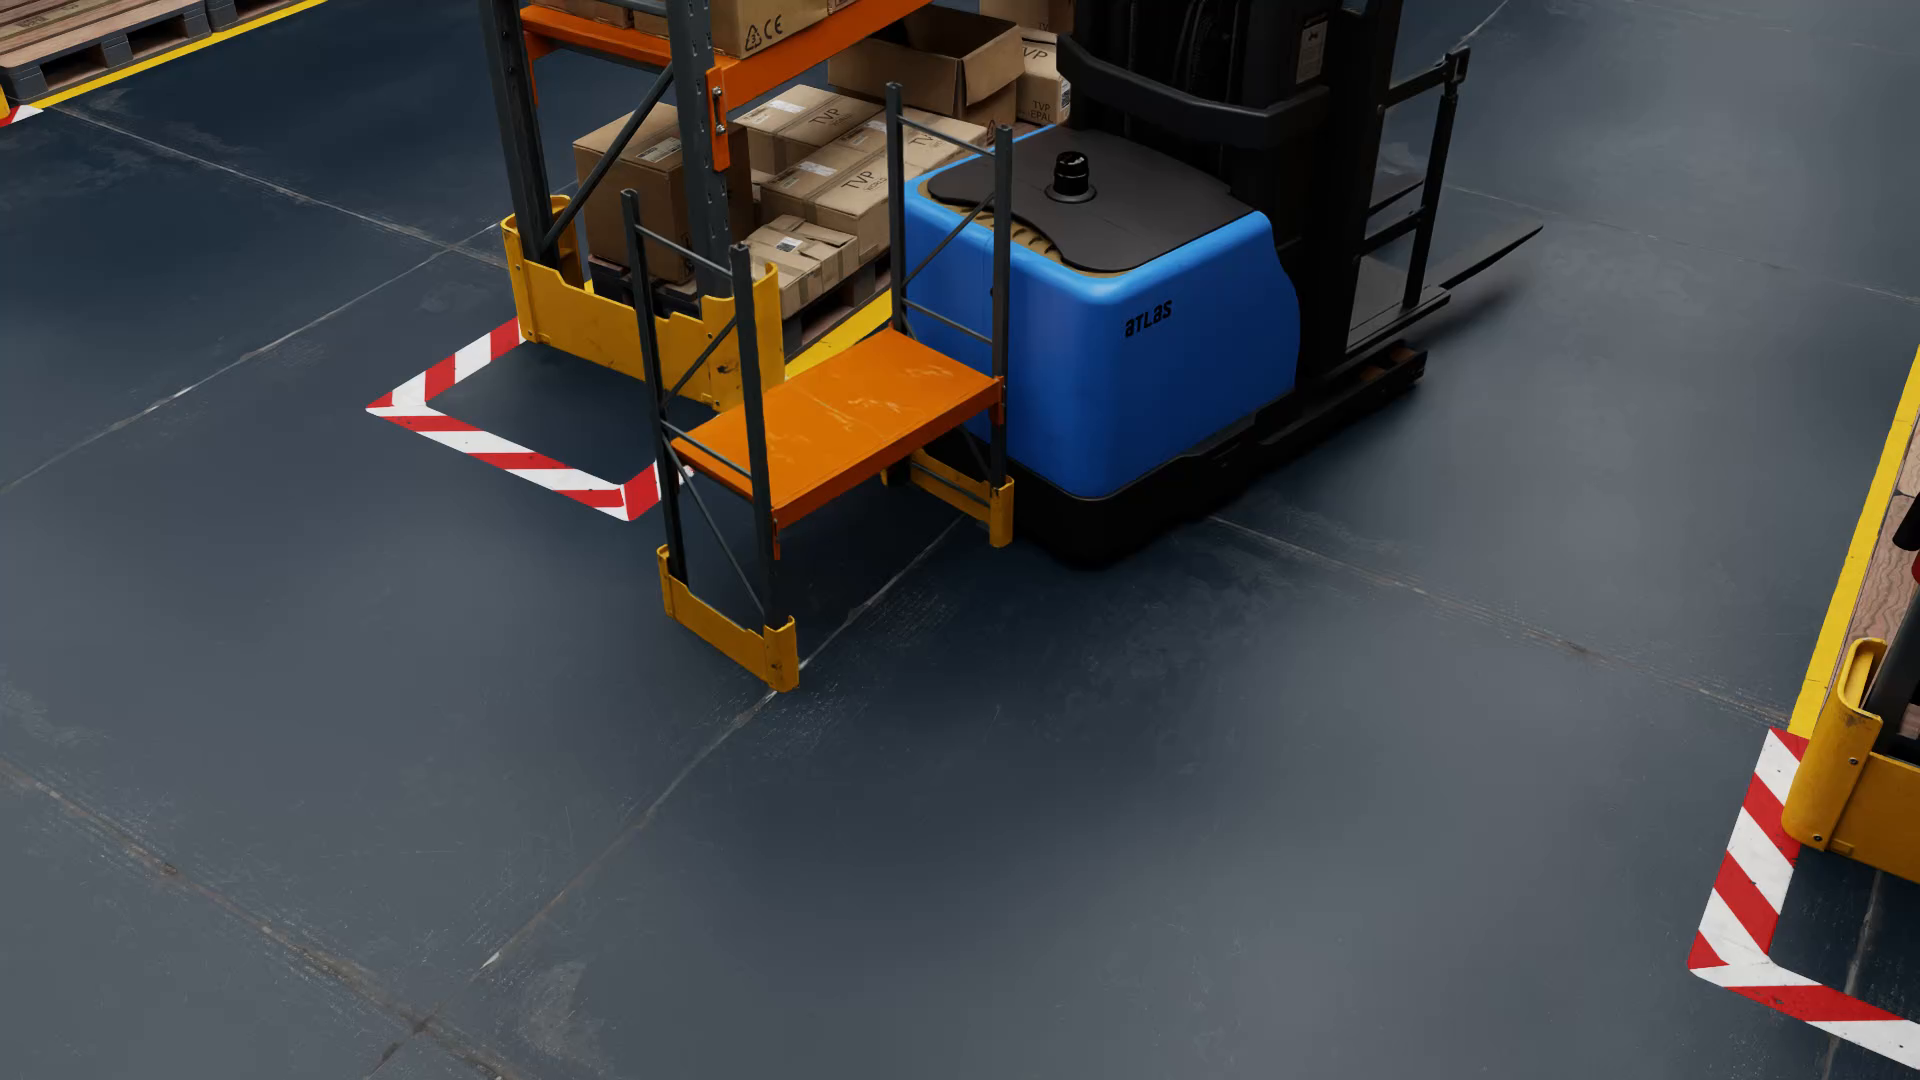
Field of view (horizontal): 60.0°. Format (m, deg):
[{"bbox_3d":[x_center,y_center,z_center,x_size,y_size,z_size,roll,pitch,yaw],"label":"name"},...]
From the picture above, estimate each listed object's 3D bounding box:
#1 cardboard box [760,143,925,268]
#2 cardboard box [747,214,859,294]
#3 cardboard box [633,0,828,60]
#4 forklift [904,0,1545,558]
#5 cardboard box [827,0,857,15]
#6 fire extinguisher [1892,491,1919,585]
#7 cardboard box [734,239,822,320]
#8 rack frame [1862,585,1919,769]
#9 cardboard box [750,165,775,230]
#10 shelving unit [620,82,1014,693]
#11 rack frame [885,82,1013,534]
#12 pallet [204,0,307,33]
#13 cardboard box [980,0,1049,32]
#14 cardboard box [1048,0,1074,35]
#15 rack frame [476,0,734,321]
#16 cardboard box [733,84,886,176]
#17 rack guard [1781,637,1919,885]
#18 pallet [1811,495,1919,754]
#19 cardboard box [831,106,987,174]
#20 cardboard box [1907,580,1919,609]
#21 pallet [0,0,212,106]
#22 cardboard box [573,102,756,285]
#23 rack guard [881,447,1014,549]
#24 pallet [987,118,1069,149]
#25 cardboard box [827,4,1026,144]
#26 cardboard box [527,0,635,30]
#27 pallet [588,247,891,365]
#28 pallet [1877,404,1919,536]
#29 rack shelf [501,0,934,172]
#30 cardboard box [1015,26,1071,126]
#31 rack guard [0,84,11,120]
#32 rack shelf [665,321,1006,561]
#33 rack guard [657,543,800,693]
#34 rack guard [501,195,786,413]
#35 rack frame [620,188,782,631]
[{"bbox_3d":[-0.490,-1.421,7.028,0.500,0.250,0.500,21,42,25],"label":"cardboard box"},{"bbox_3d":[-0.640,-1.175,6.777,0.380,0.166,0.250,21,42,25],"label":"cardboard box"},{"bbox_3d":[-0.828,-2.072,5.899,0.500,0.500,0.500,22,43,26],"label":"cardboard box"},{"bbox_3d":[1.181,-1.877,5.784,3.031,2.935,1.130,-29,46,-32],"label":"forklift"},{"bbox_3d":[-0.556,-2.340,6.247,0.500,0.500,0.500,21,42,25],"label":"cardboard box"},{"bbox_3d":[2.426,-0.167,3.878,0.296,0.674,0.183,21,42,25],"label":"fire extinguisher"},{"bbox_3d":[-0.774,-1.039,6.615,0.380,0.149,0.250,21,42,25],"label":"cardboard box"},{"bbox_3d":[2.896,-0.272,3.646,1.000,3.000,0.127,21,42,25],"label":"rack frame"},{"bbox_3d":[-0.912,-1.483,7.177,0.380,0.166,0.250,21,42,25],"label":"cardboard box"},{"bbox_3d":[-0.392,-0.479,5.142,0.587,1.500,1.083,30,47,33],"label":"shelving unit"},{"bbox_3d":[-0.037,-0.709,5.441,0.500,1.500,0.032,30,47,33],"label":"rack frame"},{"bbox_3d":[-4.340,-3.447,10.048,1.003,0.211,1.213,21,42,25],"label":"pallet"},{"bbox_3d":[0.447,-2.916,8.918,0.500,0.311,0.500,21,42,25],"label":"cardboard box"},{"bbox_3d":[0.789,-2.750,8.548,0.500,0.500,0.500,21,42,25],"label":"cardboard box"},{"bbox_3d":[-1.289,-1.890,5.745,1.000,3.000,0.127,21,42,25],"label":"rack frame"},{"bbox_3d":[-0.671,-1.816,7.541,0.500,0.250,0.500,21,42,25],"label":"cardboard box"},{"bbox_3d":[2.883,0.731,4.393,1.175,0.500,0.348,21,42,25],"label":"rack guard"},{"bbox_3d":[3.258,0.395,5.065,1.003,0.211,1.213,21,42,25],"label":"pallet"},{"bbox_3d":[-0.222,-1.678,7.362,0.500,0.250,0.500,21,42,25],"label":"cardboard box"},{"bbox_3d":[3.187,0.158,4.791,0.700,0.500,0.500,21,42,25],"label":"cardboard box"},{"bbox_3d":[-4.995,-2.820,9.236,1.003,0.211,1.213,21,42,25],"label":"pallet"},{"bbox_3d":[-1.205,-1.435,6.842,0.500,0.500,0.500,21,42,25],"label":"cardboard box"},{"bbox_3d":[-0.051,-0.205,5.812,0.587,0.250,0.087,30,47,33],"label":"rack guard"},{"bbox_3d":[-0.167,-1.863,7.993,1.003,0.211,1.213,21,42,25],"label":"pallet"},{"bbox_3d":[-0.148,-2.168,7.789,0.797,0.503,0.637,21,42,25],"label":"cardboard box"},{"bbox_3d":[-1.279,-2.250,6.130,0.500,0.500,0.500,23,43,26],"label":"cardboard box"},{"bbox_3d":[-0.822,-1.236,7.181,1.003,0.211,1.213,21,42,25],"label":"pallet"},{"bbox_3d":[3.913,-0.232,5.878,1.003,0.211,1.213,21,42,25],"label":"pallet"},{"bbox_3d":[-0.217,-2.636,7.302,1.077,0.370,4.000,21,42,25],"label":"rack shelf"},{"bbox_3d":[0.387,-2.288,8.104,0.500,0.311,0.500,21,42,25],"label":"cardboard box"},{"bbox_3d":[-5.471,-2.506,8.591,1.175,0.500,0.348,21,42,25],"label":"rack guard"},{"bbox_3d":[-0.385,-0.340,5.257,0.538,0.185,1.000,30,47,33],"label":"rack shelf"},{"bbox_3d":[-0.732,0.238,5.236,0.587,0.250,0.087,30,47,33],"label":"rack guard"},{"bbox_3d":[-1.248,-0.939,6.559,1.175,0.500,0.348,21,42,25],"label":"rack guard"},{"bbox_3d":[-0.733,-0.256,4.854,0.500,1.500,0.032,30,47,33],"label":"rack frame"}]
